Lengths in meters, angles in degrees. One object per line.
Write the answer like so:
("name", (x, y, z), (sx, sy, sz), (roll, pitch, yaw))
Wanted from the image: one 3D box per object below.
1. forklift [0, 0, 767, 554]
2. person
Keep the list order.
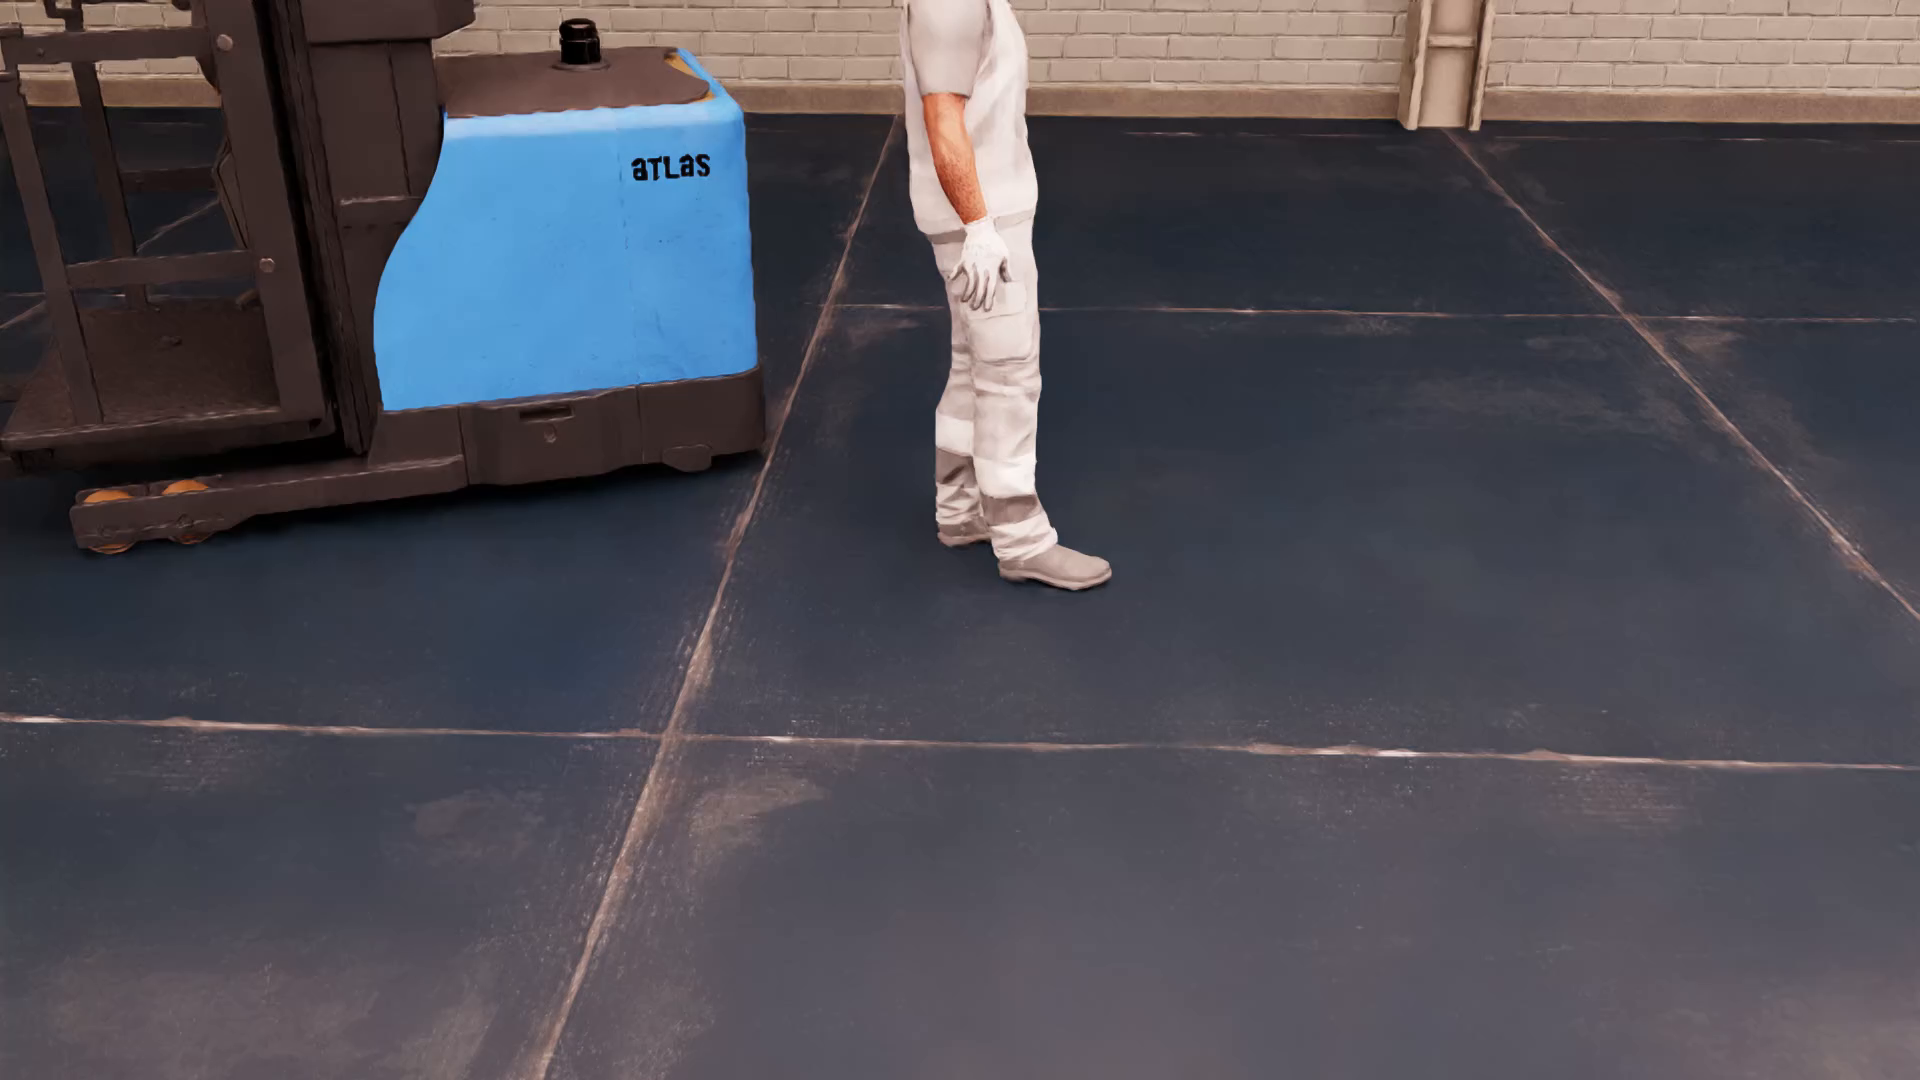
("forklift", (-2.153, -1.540, 4.330), (3.031, 2.935, 1.130), (-8, 27, -16))
("person", (0.127, -0.797, 4.120), (0.531, 1.791, 0.678), (0, 26, 0))
